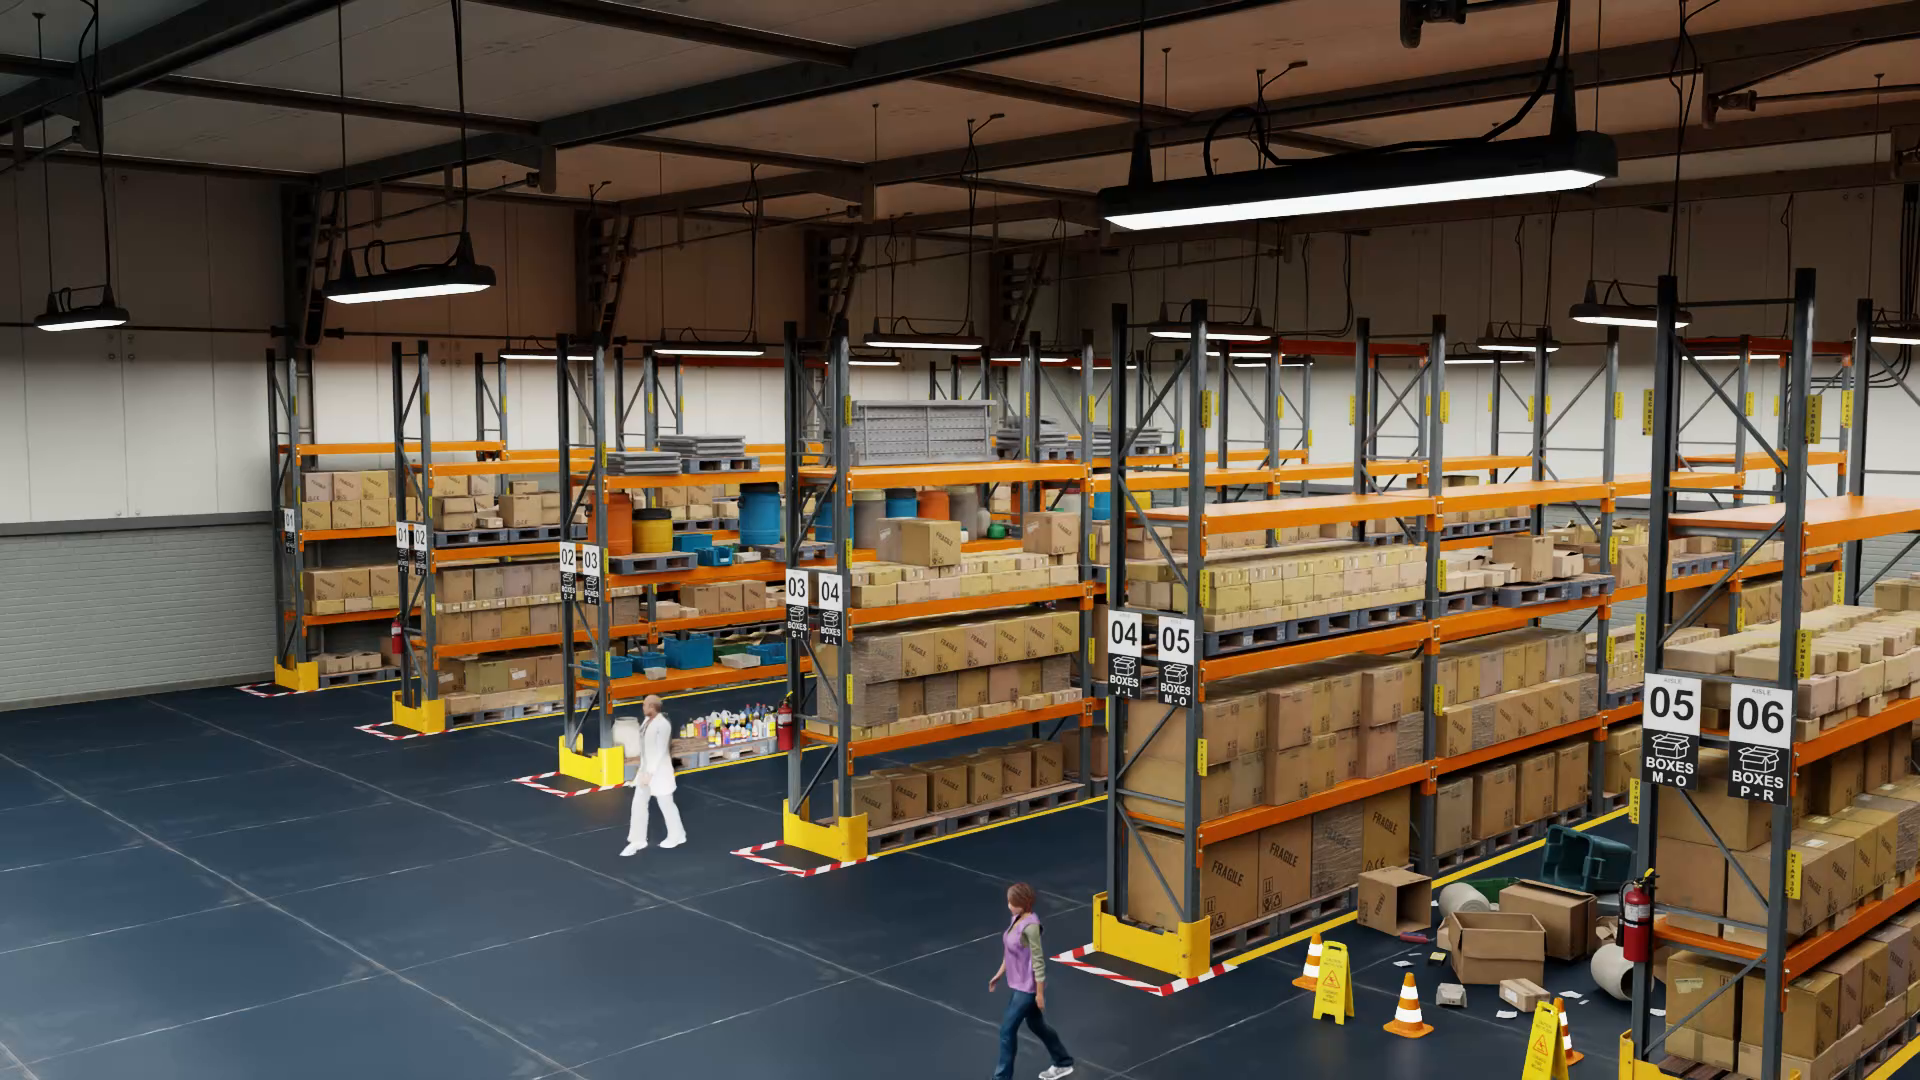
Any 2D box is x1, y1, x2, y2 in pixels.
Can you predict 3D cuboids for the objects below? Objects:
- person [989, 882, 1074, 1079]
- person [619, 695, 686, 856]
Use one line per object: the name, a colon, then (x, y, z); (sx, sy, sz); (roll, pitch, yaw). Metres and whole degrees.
person: (0.465, 3.312, 12.349); (0.818, 1.563, 0.425); (-1, 5, -6)
person: (-3.501, 2.669, 18.873); (0.814, 1.828, 0.593); (-4, 6, -40)
